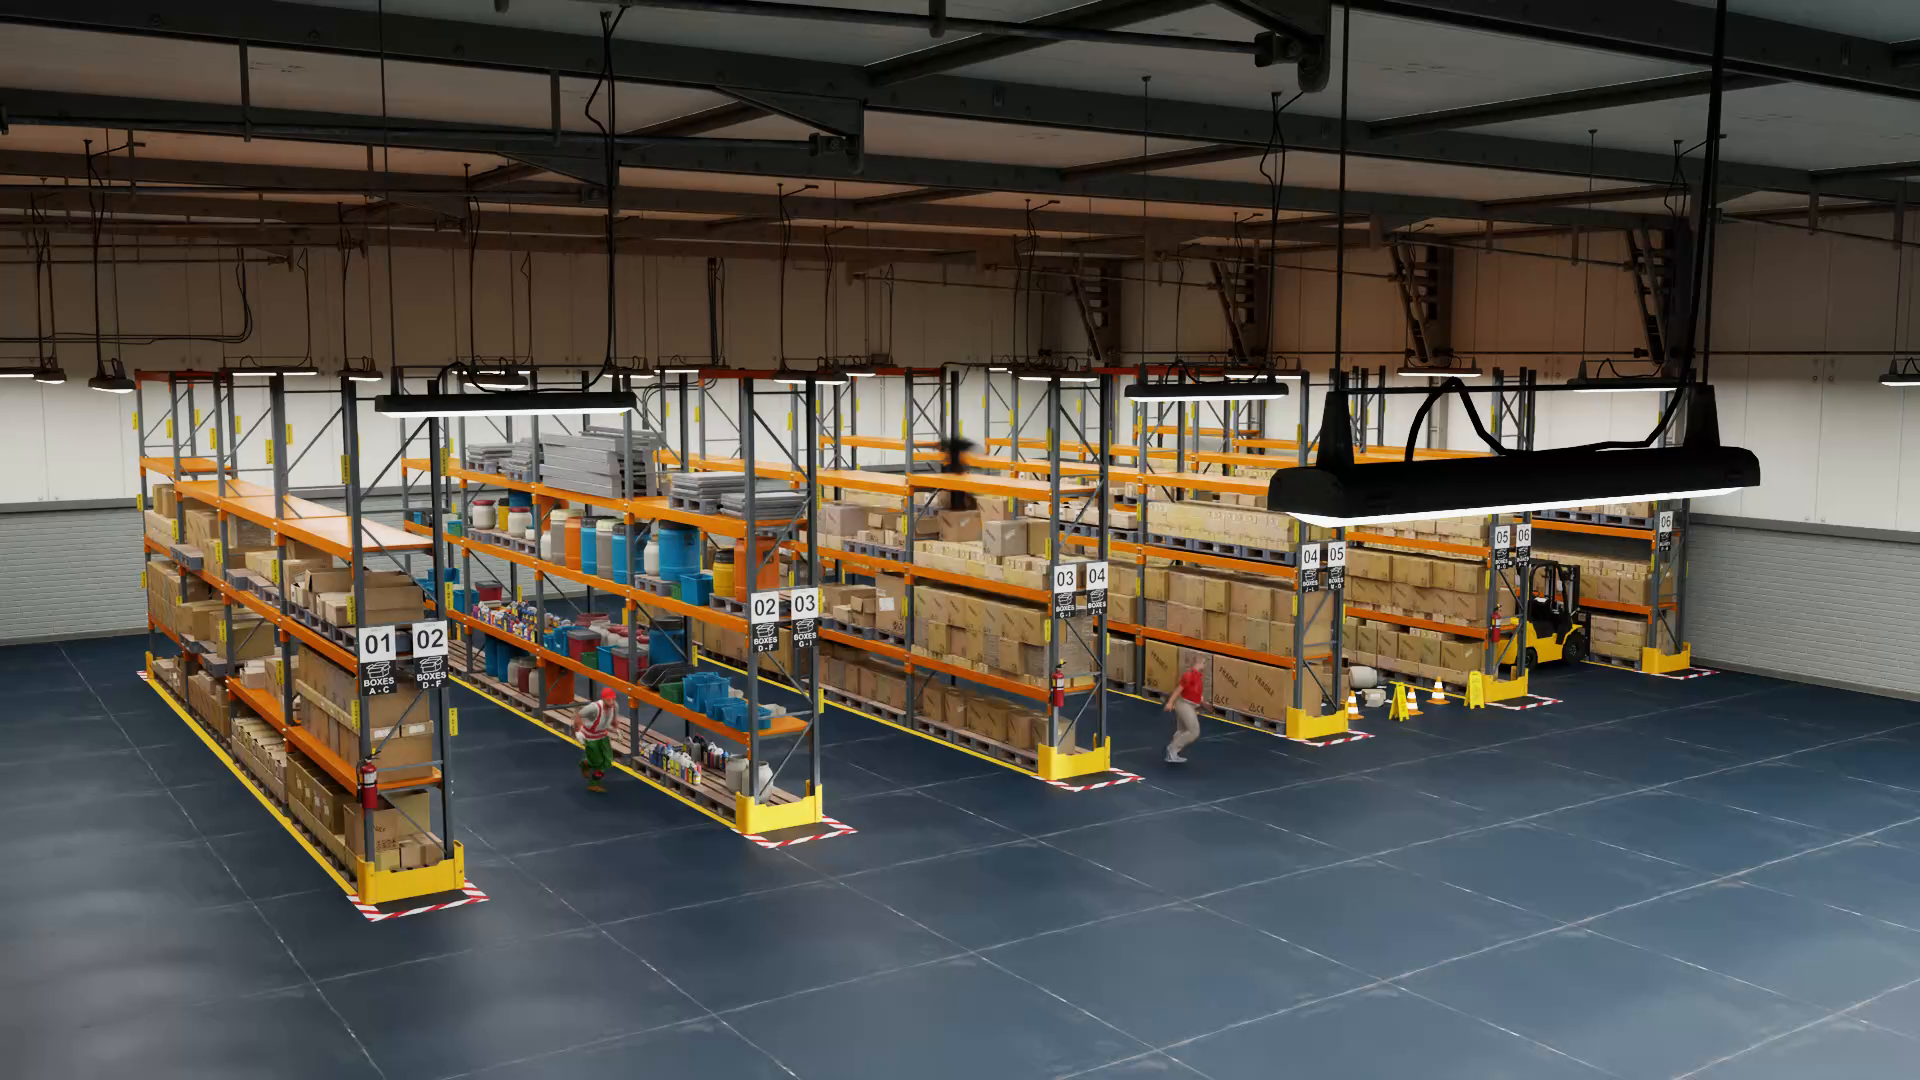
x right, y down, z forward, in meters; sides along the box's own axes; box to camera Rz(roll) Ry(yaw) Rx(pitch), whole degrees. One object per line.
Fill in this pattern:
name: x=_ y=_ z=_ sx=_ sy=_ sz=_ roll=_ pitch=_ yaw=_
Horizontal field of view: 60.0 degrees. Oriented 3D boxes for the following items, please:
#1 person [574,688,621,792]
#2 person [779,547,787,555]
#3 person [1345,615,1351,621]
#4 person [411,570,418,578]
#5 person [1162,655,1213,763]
person: x=-5.241 y=2.862 z=23.899 sx=0.680 sy=1.583 sz=0.952 roll=-6 pitch=9 yaw=-44
person: x=-4.746 y=0.708 z=42.395 sx=0.690 sy=1.716 sz=0.728 roll=0 pitch=6 yaw=-1
person: x=8.519 y=1.418 z=35.981 sx=0.762 sy=1.728 sz=0.630 roll=-5 pitch=8 yaw=-40
person: x=-12.239 y=1.442 z=36.356 sx=0.787 sy=1.602 sz=0.657 roll=-1 pitch=7 yaw=-8
person: x=3.525 y=2.615 z=25.700 sx=0.716 sy=1.674 sz=0.695 roll=2 pitch=7 yaw=15
